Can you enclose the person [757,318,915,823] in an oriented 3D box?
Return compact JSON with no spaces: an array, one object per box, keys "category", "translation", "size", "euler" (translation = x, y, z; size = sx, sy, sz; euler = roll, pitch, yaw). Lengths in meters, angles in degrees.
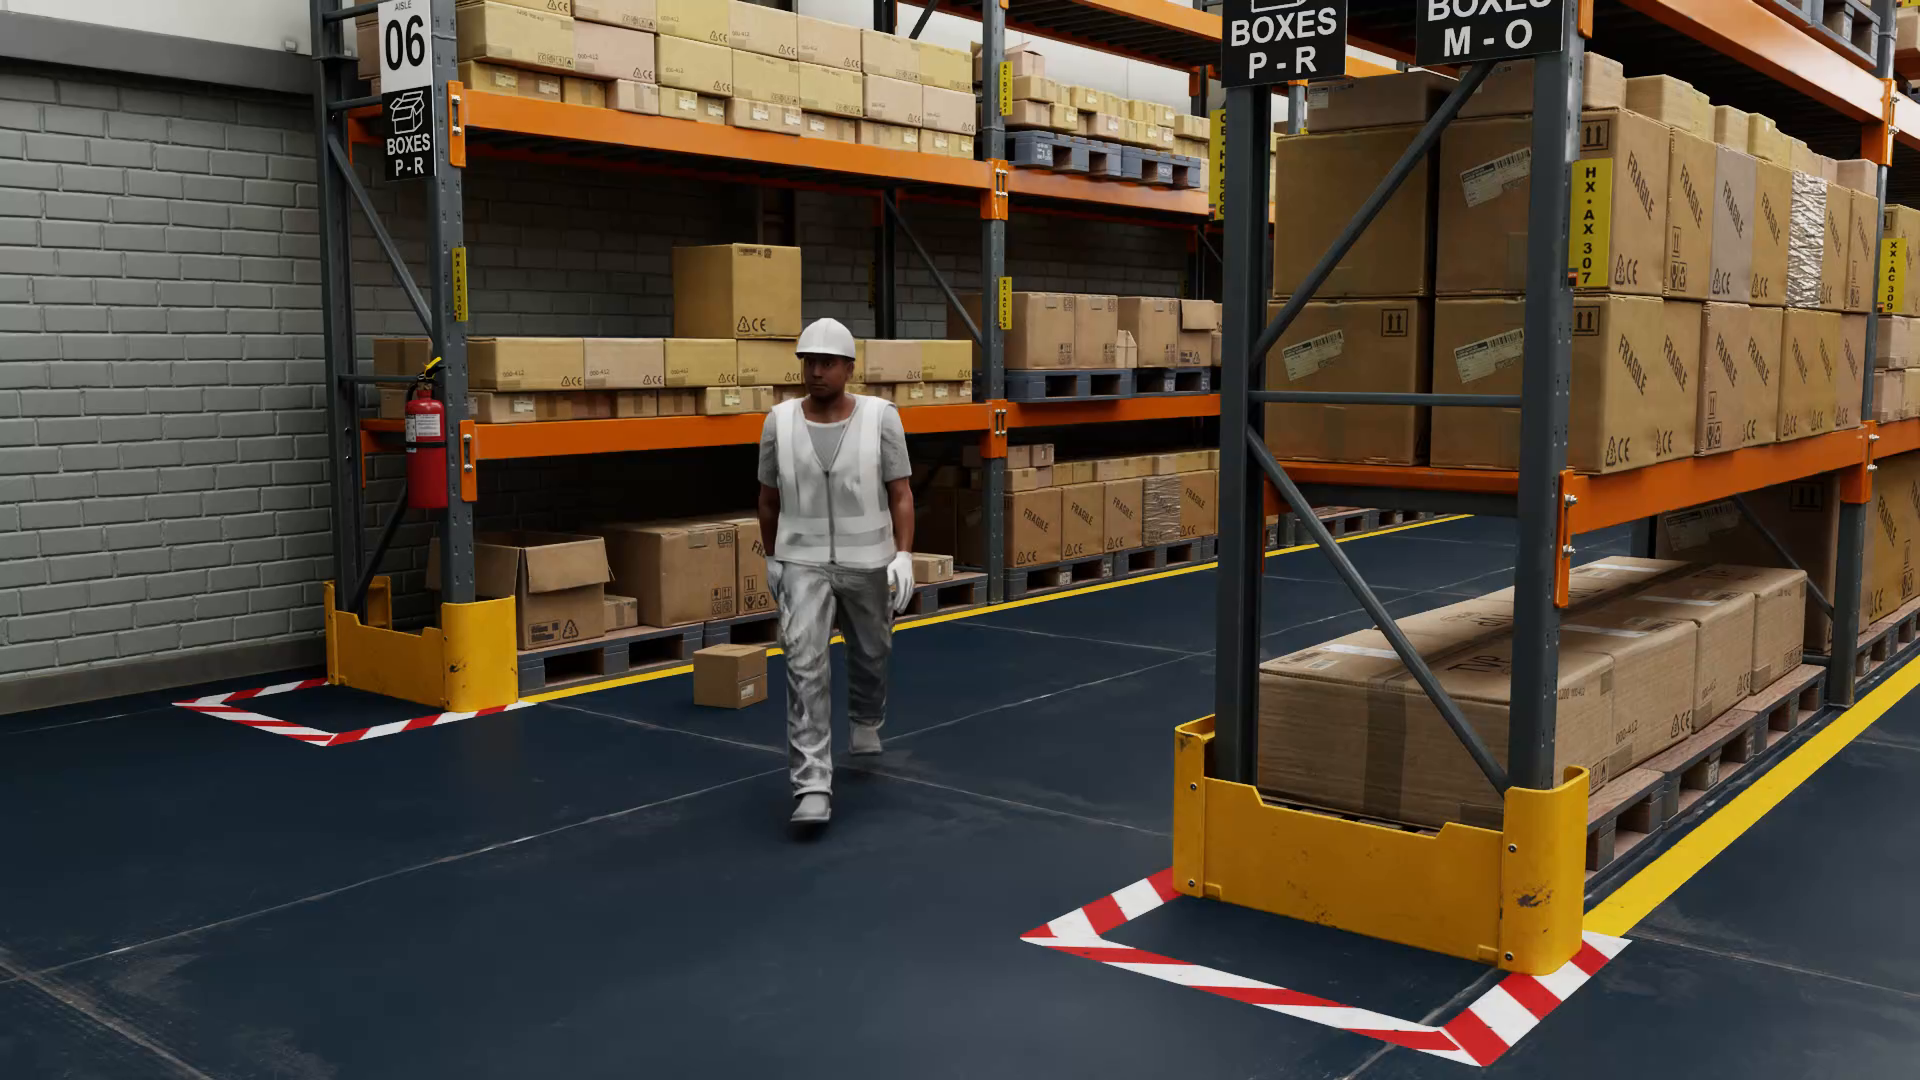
[{"category":"person","translation":[-0.448,0.077,5.996],"size":[0.560,1.735,1.095],"euler":[0,7,-4]}]
